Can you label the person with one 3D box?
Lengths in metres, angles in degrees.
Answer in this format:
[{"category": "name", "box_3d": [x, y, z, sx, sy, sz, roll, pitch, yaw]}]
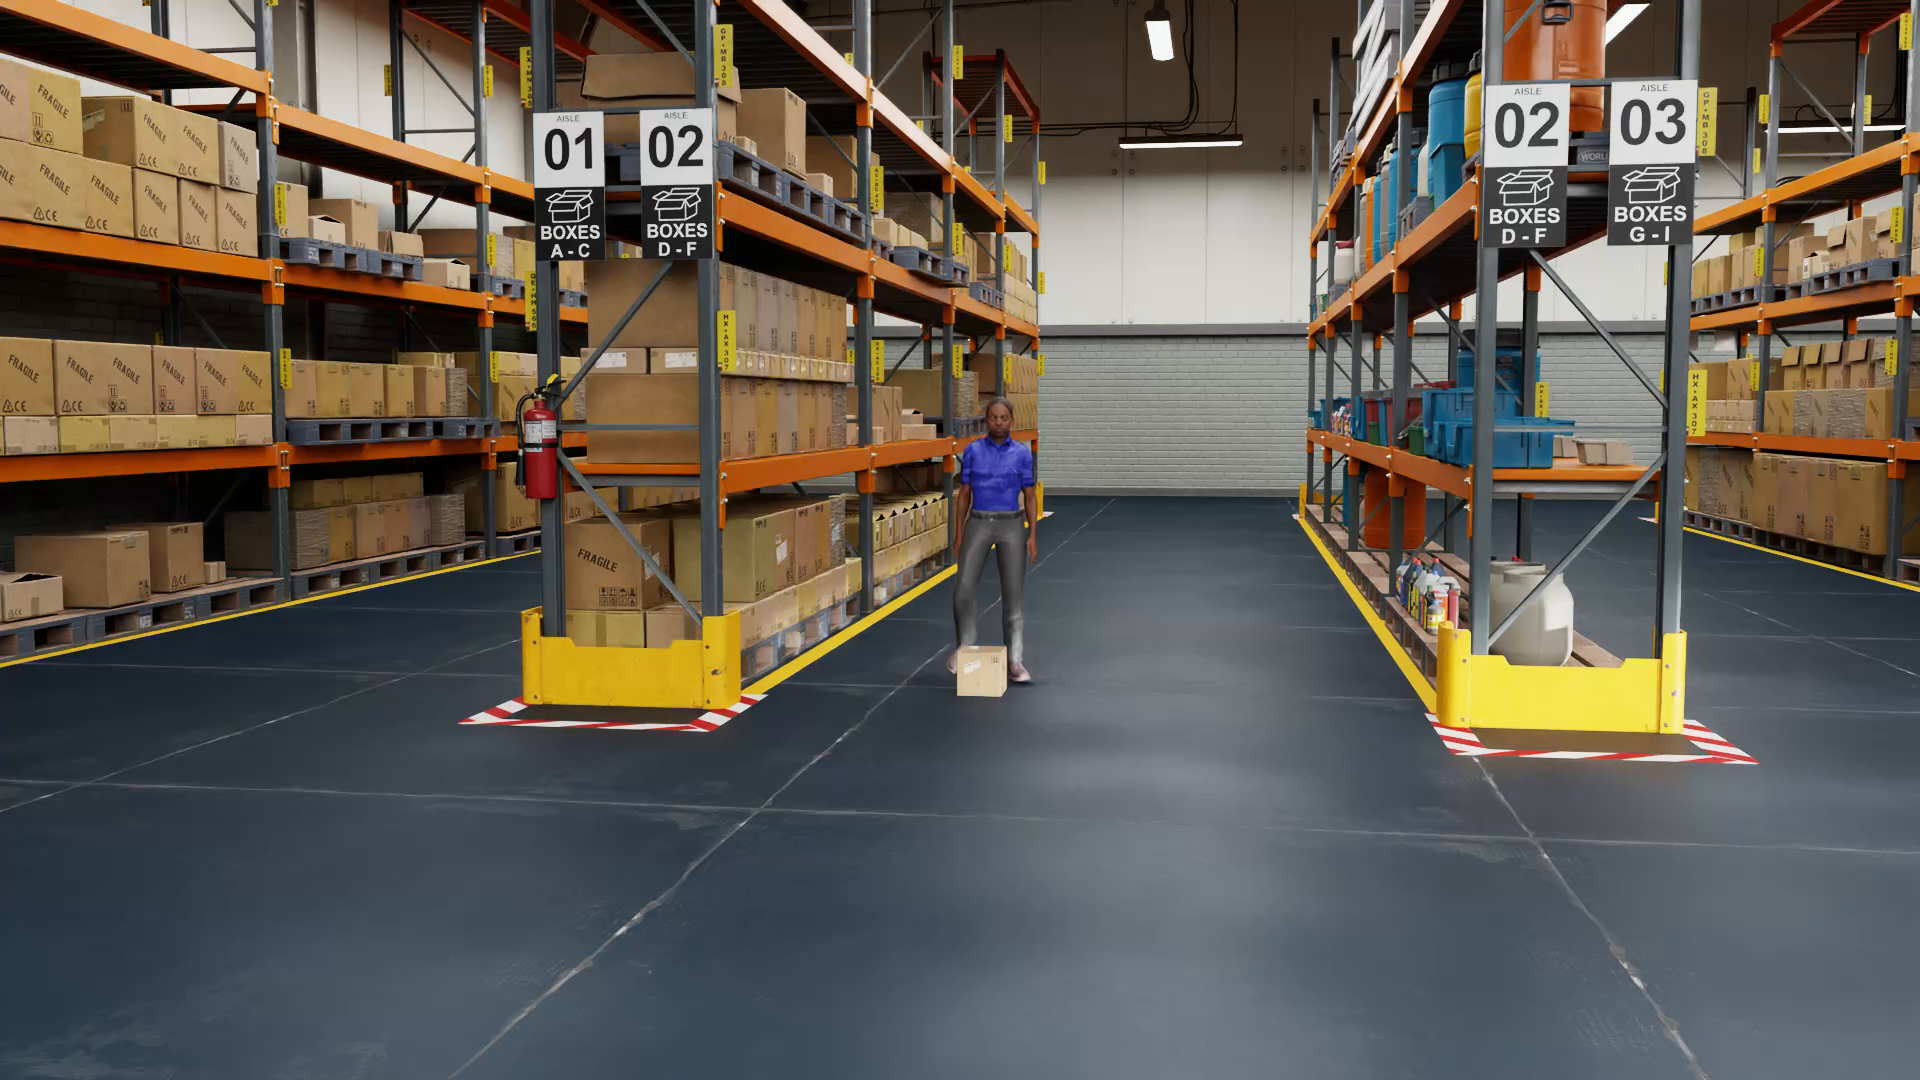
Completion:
[{"category": "person", "box_3d": [0.192, -0.017, 9.869, 0.542, 1.663, 0.484, 0, 5, -2]}]
